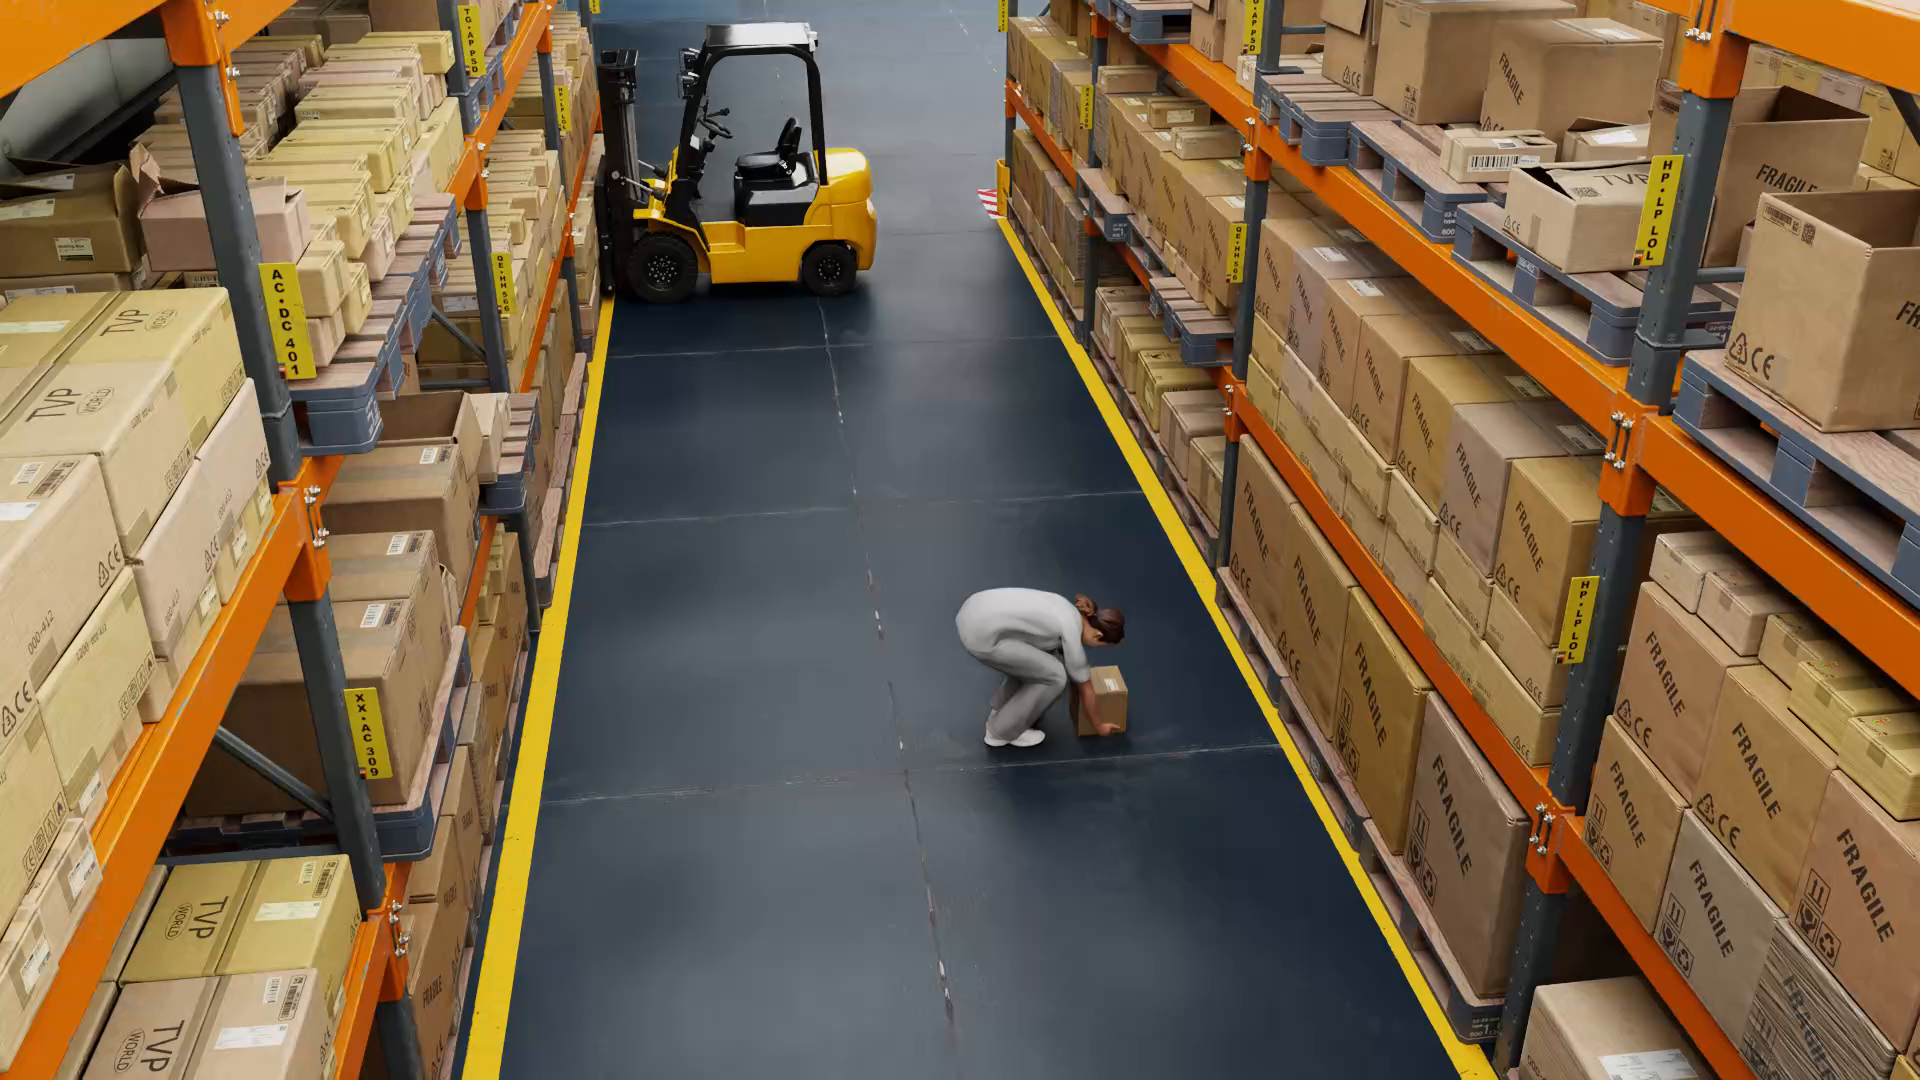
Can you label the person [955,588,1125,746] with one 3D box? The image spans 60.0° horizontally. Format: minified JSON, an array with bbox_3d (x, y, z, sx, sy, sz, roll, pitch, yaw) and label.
[{"bbox_3d":[0.409,0.619,8.394,0.861,0.817,0.464,-5,28,-9],"label":"person"}]
